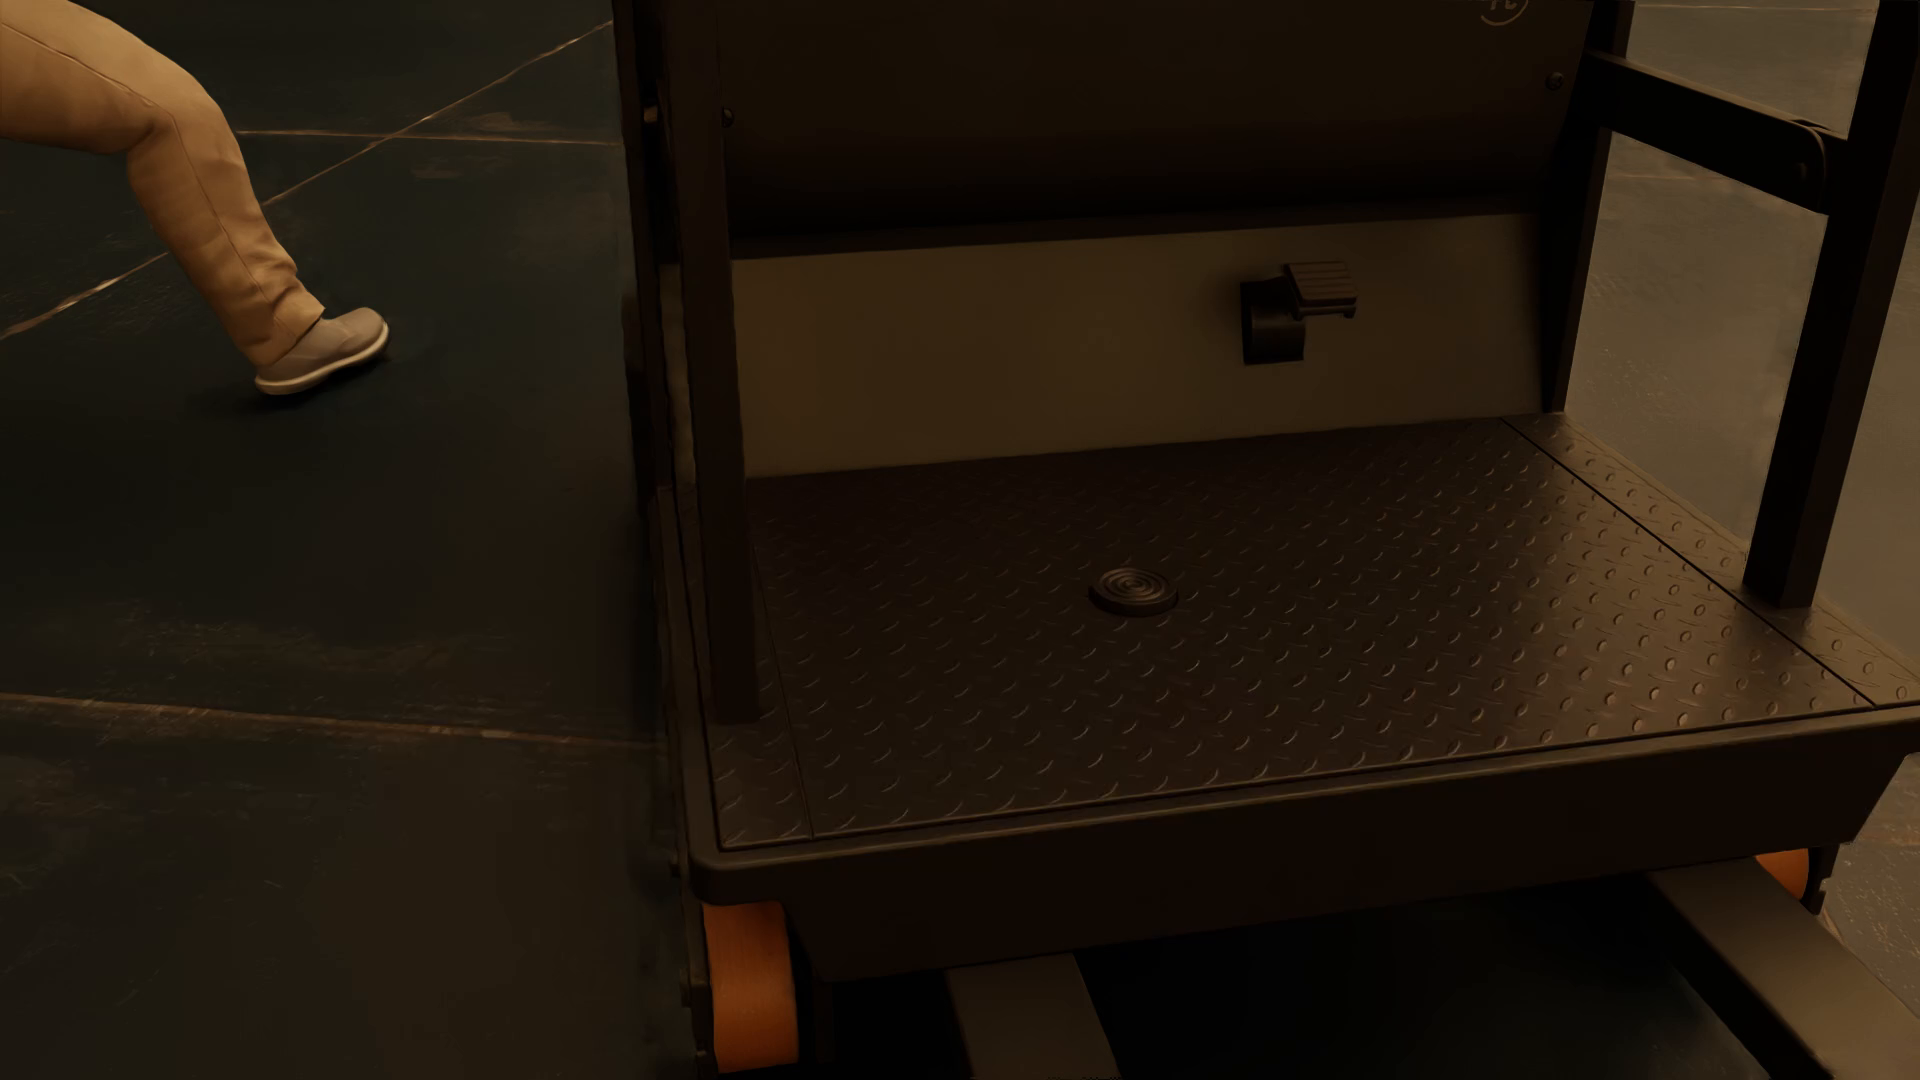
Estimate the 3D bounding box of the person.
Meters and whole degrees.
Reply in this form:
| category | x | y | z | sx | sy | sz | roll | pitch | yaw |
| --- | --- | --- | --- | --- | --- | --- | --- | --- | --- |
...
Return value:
| category | x | y | z | sx | sy | sz | roll | pitch | yaw |
| --- | --- | --- | --- | --- | --- | --- | --- | --- | --- |
| person | -1.720 | -0.910 | 2.636 | 1.043 | 1.576 | 0.986 | 9 | 28 | 17 |

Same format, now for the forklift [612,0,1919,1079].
| category | x | y | z | sx | sy | sz | roll | pitch | yaw |
| --- | --- | --- | --- | --- | --- | --- | --- | --- | --- |
| forklift | 0.240 | -1.007 | 1.235 | 1.130 | 2.935 | 3.031 | -5 | 27 | -10 |
